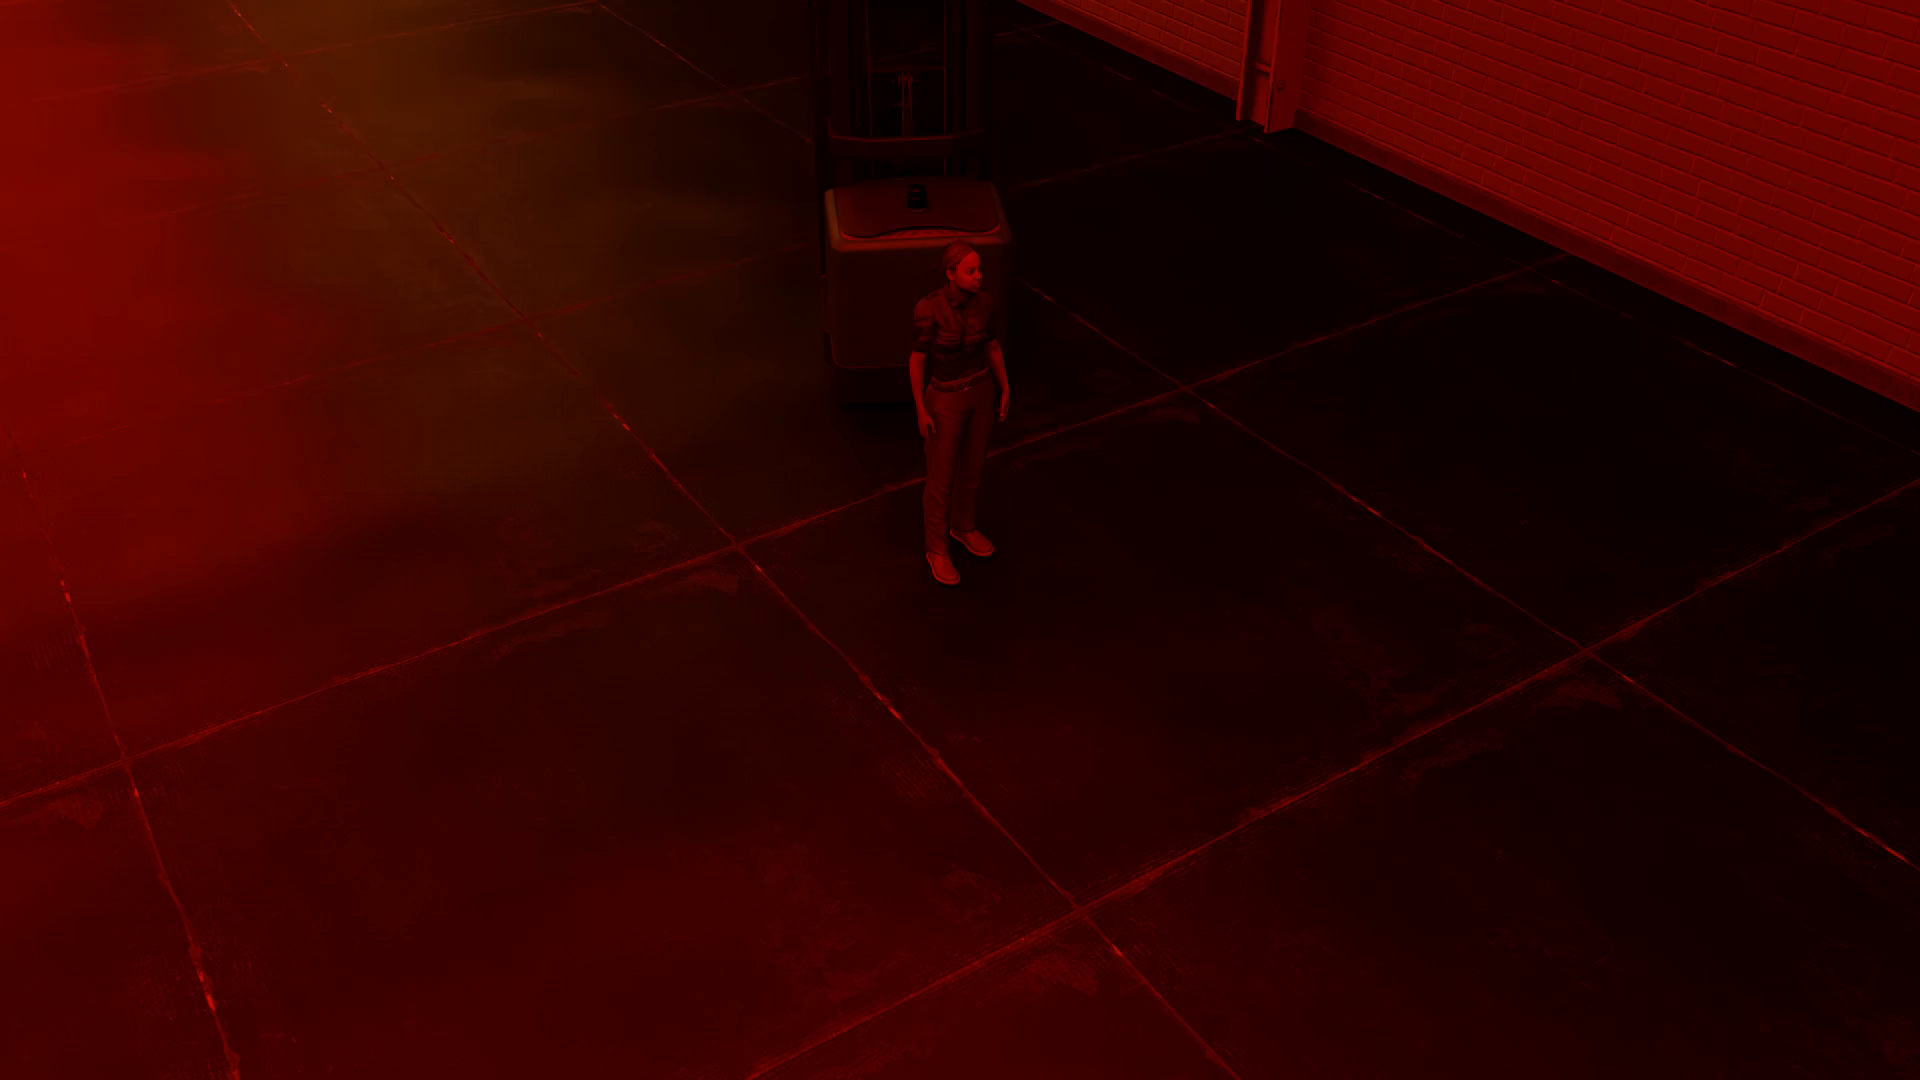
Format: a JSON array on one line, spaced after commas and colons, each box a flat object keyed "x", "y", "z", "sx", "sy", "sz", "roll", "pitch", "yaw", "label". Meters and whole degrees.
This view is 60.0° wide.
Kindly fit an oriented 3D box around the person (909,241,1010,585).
[{"x": 0.031, "y": -0.635, "z": 8.148, "sx": 0.569, "sy": 1.655, "sz": 0.504, "roll": -21, "pitch": 40, "yaw": -27, "label": "person"}]

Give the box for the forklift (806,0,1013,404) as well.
[{"x": -0.377, "y": -2.826, "z": 10.170, "sx": 1.130, "sy": 2.935, "sz": 3.031, "roll": -4, "pitch": 35, "yaw": -6, "label": "forklift"}]
